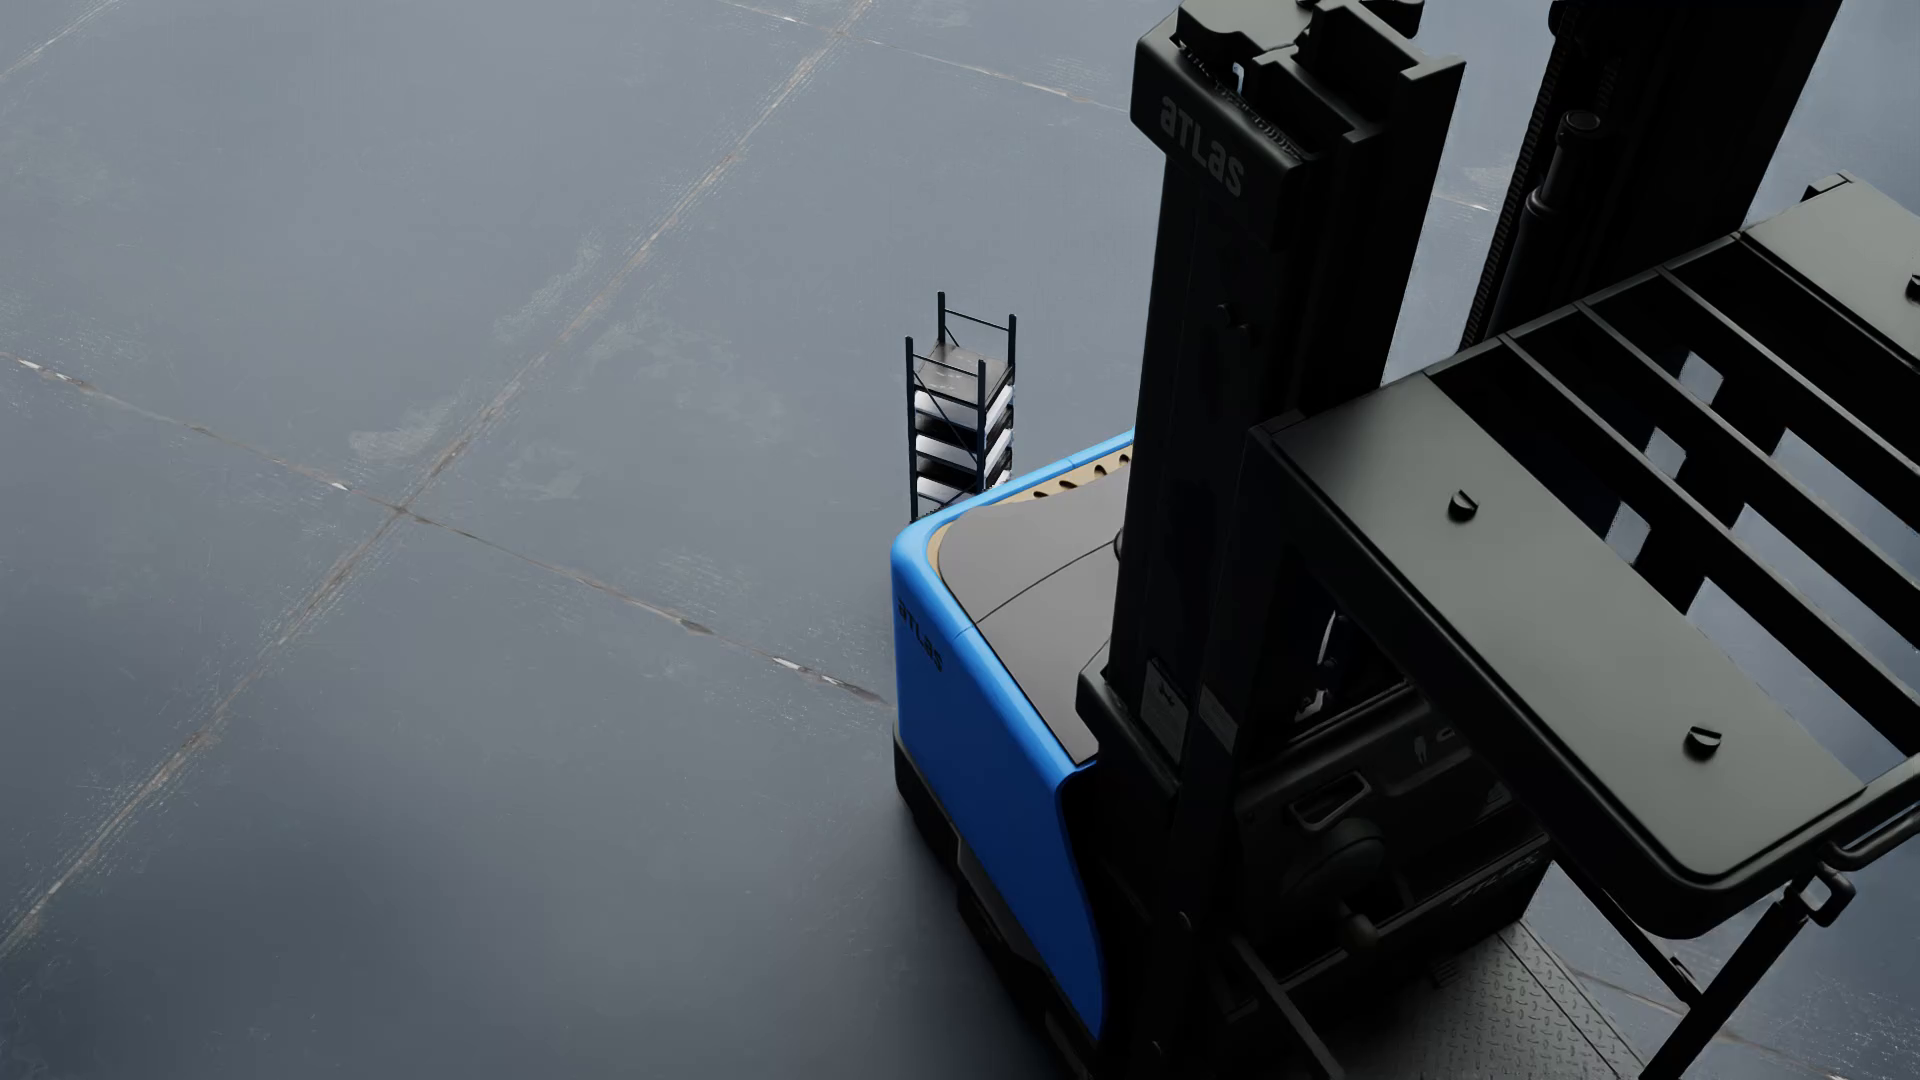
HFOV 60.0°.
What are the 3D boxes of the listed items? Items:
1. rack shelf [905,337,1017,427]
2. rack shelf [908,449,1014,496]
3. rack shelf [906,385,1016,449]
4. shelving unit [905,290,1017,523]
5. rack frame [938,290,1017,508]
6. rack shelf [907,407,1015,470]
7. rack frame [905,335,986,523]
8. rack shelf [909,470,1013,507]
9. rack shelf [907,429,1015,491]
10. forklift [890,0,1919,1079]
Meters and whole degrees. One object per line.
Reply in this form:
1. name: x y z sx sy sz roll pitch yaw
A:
1. rack shelf: 0.003 -0.451 4.732 0.258 0.077 0.200 20 52 16
2. rack shelf: 0.003 -0.217 5.006 0.258 0.077 0.200 20 52 16
3. rack shelf: 0.003 -0.392 4.800 0.258 0.077 0.200 20 52 16
4. shelving unit: 0.003 -0.297 4.912 0.258 0.900 0.210 20 52 16
5. rack frame: 0.047 -0.367 4.972 0.240 0.900 0.006 20 52 16
6. rack shelf: 0.003 -0.334 4.869 0.258 0.077 0.200 20 52 16
7. rack frame: -0.040 -0.227 4.852 0.240 0.900 0.006 20 52 16
8. rack shelf: 0.003 -0.159 5.075 0.258 0.077 0.200 20 52 16
9. rack shelf: 0.003 -0.276 4.937 0.258 0.077 0.200 20 52 16
10. forklift: 0.986 0.525 2.879 1.130 2.935 3.031 -23 53 -19
